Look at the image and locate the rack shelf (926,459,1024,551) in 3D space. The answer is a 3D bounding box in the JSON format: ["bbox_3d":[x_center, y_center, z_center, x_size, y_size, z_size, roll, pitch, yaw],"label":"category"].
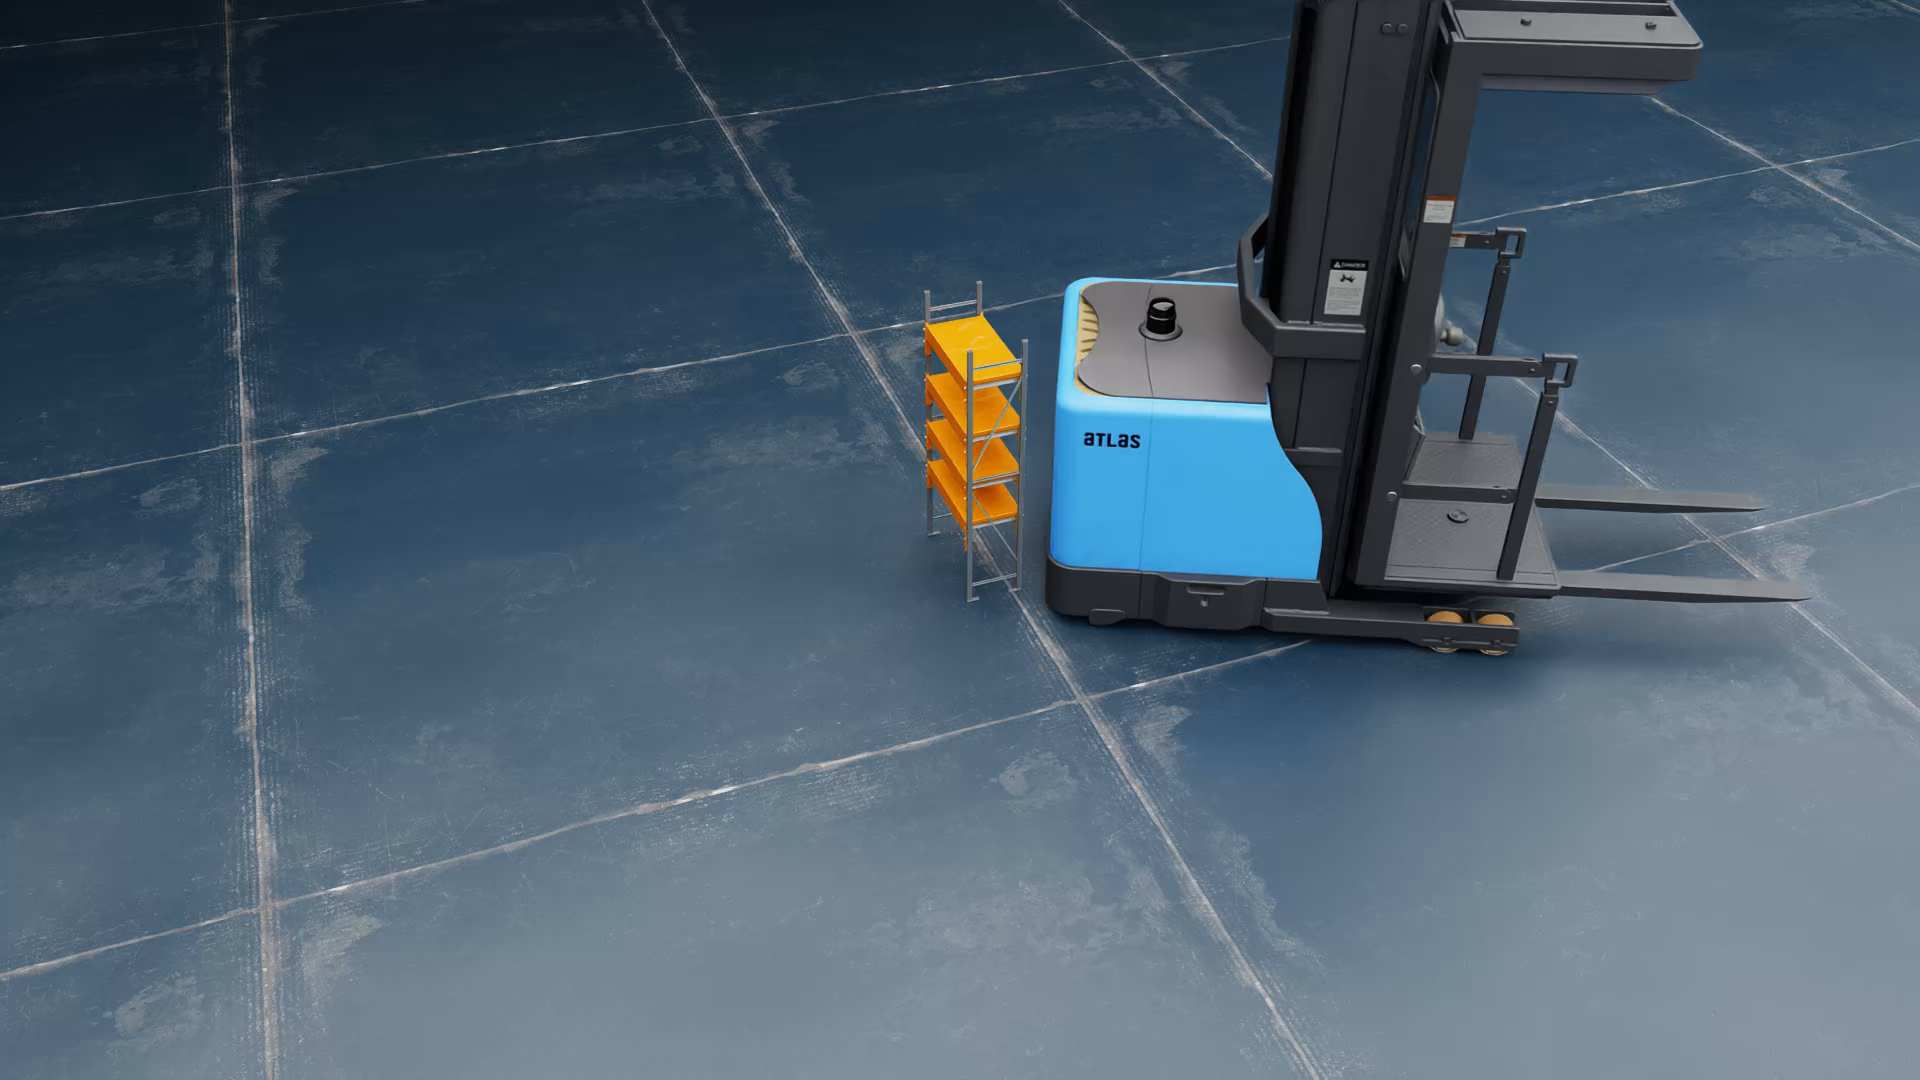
[{"bbox_3d":[0.057,-0.173,6.925,0.258,0.148,0.480,-12,39,-16],"label":"rack shelf"}]

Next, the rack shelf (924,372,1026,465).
[{"bbox_3d":[0.057,-0.511,6.671,0.258,0.148,0.480,-12,39,-16],"label":"rack shelf"}]

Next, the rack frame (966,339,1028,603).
[{"bbox_3d":[0.141,-0.248,6.582,0.240,1.200,0.015,-12,39,-16],"label":"rack frame"}]

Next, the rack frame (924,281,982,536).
[{"bbox_3d":[-0.027,-0.524,6.948,0.240,1.200,0.015,-12,39,-16],"label":"rack frame"}]

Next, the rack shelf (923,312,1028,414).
[{"bbox_3d":[0.057,-0.700,6.528,0.258,0.148,0.480,-12,39,-16],"label":"rack shelf"}]

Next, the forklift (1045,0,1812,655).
[{"bbox_3d":[1.894,-1.047,6.203,3.031,2.935,1.130,3,37,4],"label":"forklift"}]

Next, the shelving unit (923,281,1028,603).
[{"bbox_3d":[0.057,-0.386,6.765,0.258,1.200,0.503,-12,39,-16],"label":"shelving unit"}]

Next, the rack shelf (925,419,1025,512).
[{"bbox_3d":[0.057,-0.332,6.805,0.258,0.148,0.480,-12,39,-16],"label":"rack shelf"}]
